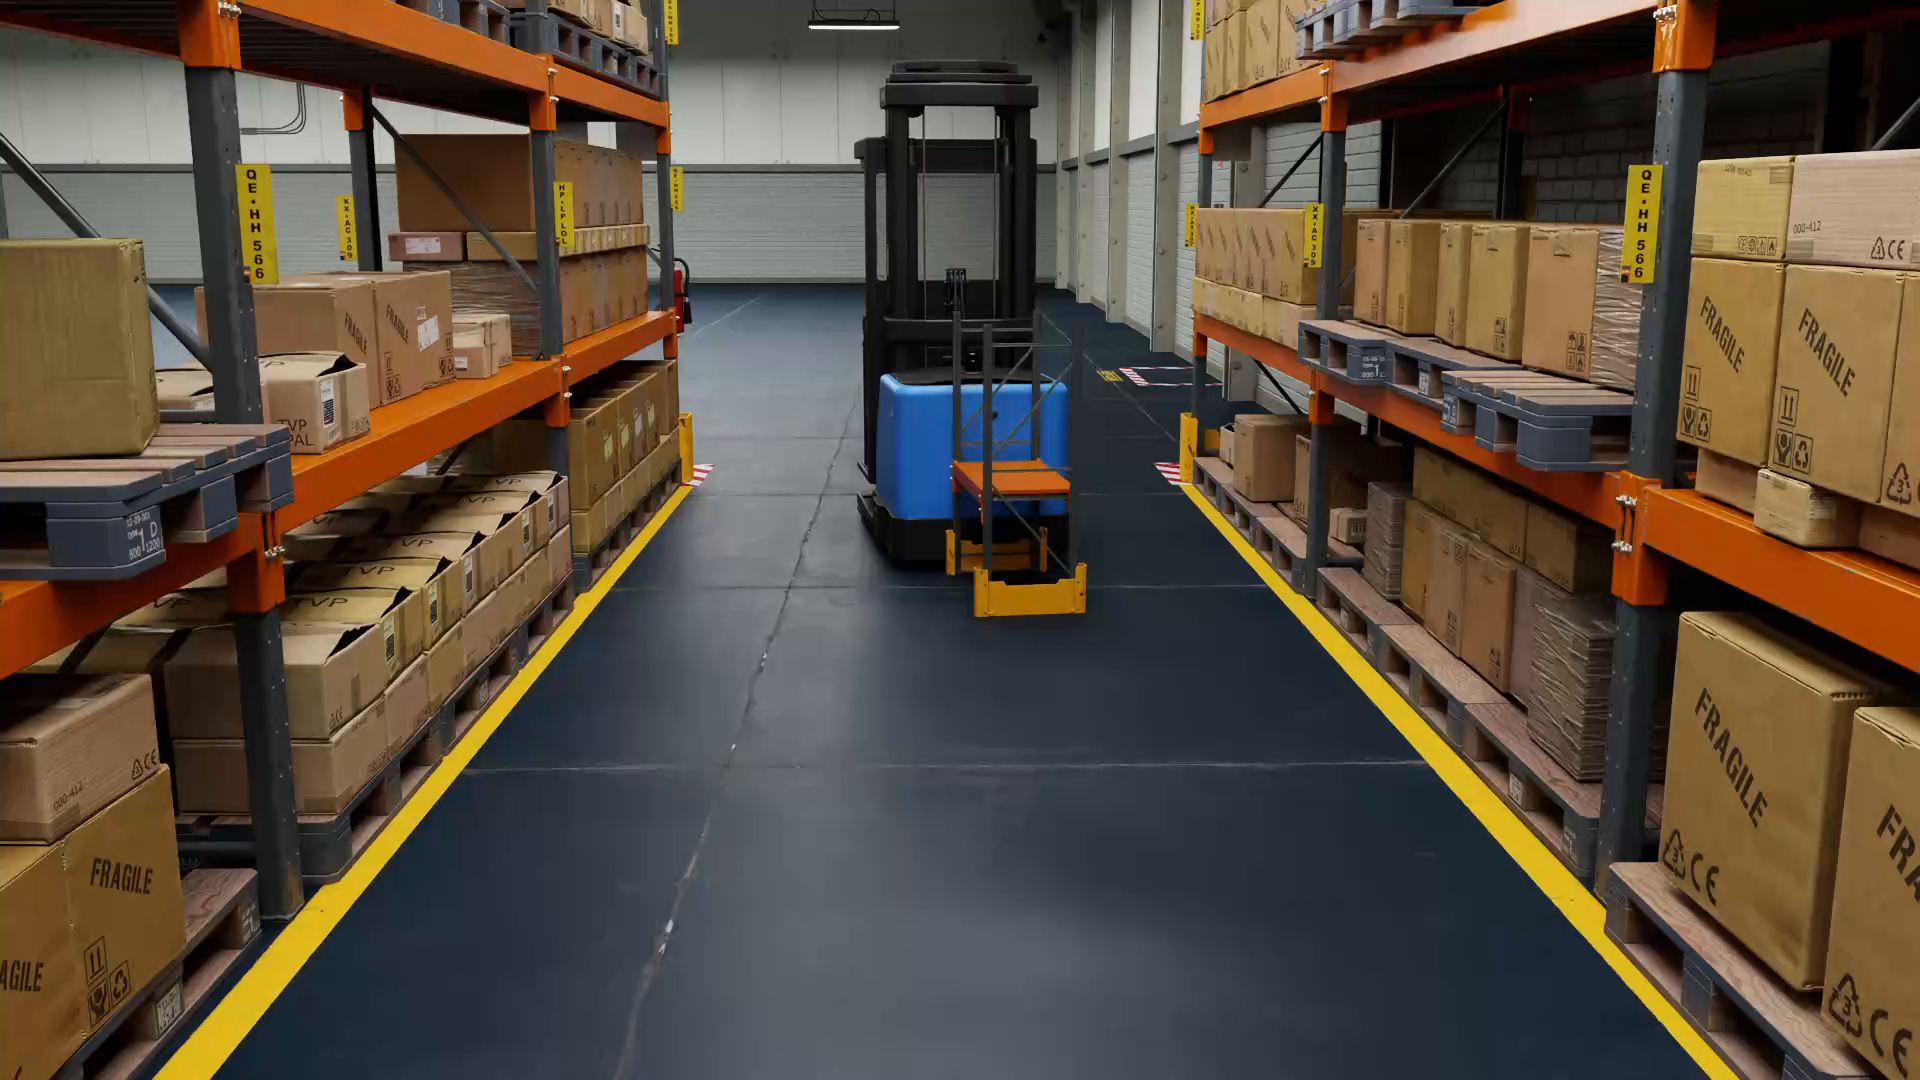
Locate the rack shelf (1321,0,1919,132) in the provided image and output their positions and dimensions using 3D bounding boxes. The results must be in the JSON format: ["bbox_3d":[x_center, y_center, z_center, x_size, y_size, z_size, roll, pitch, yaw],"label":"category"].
[{"bbox_3d":[2.418,-1.877,6.532,1.077,0.370,4.000,0,11,-1],"label":"rack shelf"}]

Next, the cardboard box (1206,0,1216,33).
[{"bbox_3d":[2.059,-3.893,11.845,0.500,0.500,0.500,-1,12,-5],"label":"cardboard box"}]

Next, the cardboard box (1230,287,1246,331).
[{"bbox_3d":[2.025,-1.485,10.663,0.500,0.250,0.500,0,11,-1],"label":"cardboard box"}]

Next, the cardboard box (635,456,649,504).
[{"bbox_3d":[-2.309,-0.386,10.776,0.500,0.250,0.500,0,11,-1],"label":"cardboard box"}]

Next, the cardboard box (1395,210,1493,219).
[{"bbox_3d":[2.576,-1.555,9.121,0.500,0.500,0.500,-1,11,-2],"label":"cardboard box"}]

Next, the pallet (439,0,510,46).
[{"bbox_3d":[-2.544,-2.337,7.471,0.805,0.209,1.217,-1,11,-3],"label":"pallet"}]

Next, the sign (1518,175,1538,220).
[{"bbox_3d":[2.932,-1.727,8.618,0.100,0.325,0.005,0,11,-1],"label":"sign"}]

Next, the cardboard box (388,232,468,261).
[{"bbox_3d":[-2.795,-1.556,8.802,0.380,0.149,0.250,0,11,-1],"label":"cardboard box"}]

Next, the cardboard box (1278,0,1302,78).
[{"bbox_3d":[2.122,-2.886,9.393,0.500,0.500,0.500,-1,12,-6],"label":"cardboard box"}]

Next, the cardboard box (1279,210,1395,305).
[{"bbox_3d":[2.058,-1.554,9.113,0.500,0.500,0.500,0,11,-1],"label":"cardboard box"}]

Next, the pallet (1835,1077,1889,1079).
[{"bbox_3d":[2.423,1.404,3.110,1.003,0.211,1.213,0,11,-1],"label":"pallet"}]

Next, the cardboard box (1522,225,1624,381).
[{"bbox_3d":[2.401,-0.831,5.752,0.700,0.500,0.500,-1,12,-7],"label":"cardboard box"}]

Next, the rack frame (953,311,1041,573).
[{"bbox_3d":[0.208,-0.553,9.512,0.500,1.500,0.032,-2,12,-9],"label":"rack frame"}]

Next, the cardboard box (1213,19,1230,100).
[{"bbox_3d":[2.027,-3.307,11.468,0.500,0.500,0.500,1,11,3],"label":"cardboard box"}]

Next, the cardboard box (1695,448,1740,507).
[{"bbox_3d":[2.235,-0.182,4.495,0.380,0.149,0.250,0,11,-2],"label":"cardboard box"}]

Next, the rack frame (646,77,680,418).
[{"bbox_3d":[-2.658,-1.931,12.533,1.000,3.000,0.127,0,11,-1],"label":"rack frame"}]

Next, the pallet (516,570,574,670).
[{"bbox_3d":[-2.521,0.377,8.170,1.003,0.211,1.213,0,11,-1],"label":"pallet"}]

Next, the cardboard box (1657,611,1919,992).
[{"bbox_3d":[2.344,0.633,4.248,0.750,0.750,0.750,0,11,-2],"label":"cardboard box"}]

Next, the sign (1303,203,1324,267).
[{"bbox_3d":[1.835,-1.578,8.613,0.100,0.325,0.005,0,11,-1],"label":"sign"}]

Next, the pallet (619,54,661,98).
[{"bbox_3d":[-2.670,-3.217,11.551,1.003,0.211,1.213,0,11,-1],"label":"pallet"}]

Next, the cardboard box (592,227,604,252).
[{"bbox_3d":[-2.423,-1.865,10.325,0.380,0.149,0.250,0,11,-2],"label":"cardboard box"}]

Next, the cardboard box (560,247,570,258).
[{"bbox_3d":[-2.400,-1.658,9.306,0.380,0.149,0.250,-1,11,-3],"label":"cardboard box"}]

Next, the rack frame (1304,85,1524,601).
[{"bbox_3d":[2.377,-1.157,8.718,1.000,3.000,0.127,0,11,-1],"label":"rack frame"}]

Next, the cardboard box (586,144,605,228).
[{"bbox_3d":[-2.622,-2.208,10.385,0.700,0.500,0.500,0,11,-1],"label":"cardboard box"}]

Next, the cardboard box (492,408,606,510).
[{"bbox_3d":[-2.272,-0.455,9.232,0.500,0.500,0.500,0,11,-1],"label":"cardboard box"}]

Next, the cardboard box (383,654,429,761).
[{"bbox_3d":[-2.221,0.596,5.938,0.500,0.250,0.500,-1,11,-3],"label":"cardboard box"}]

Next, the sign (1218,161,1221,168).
[{"bbox_3d":[3.136,-4.639,20.050,0.001,0.298,0.199,0,11,-1],"label":"sign"}]

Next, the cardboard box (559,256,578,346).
[{"bbox_3d":[-2.609,-1.378,9.555,0.700,0.500,0.500,0,11,-2],"label":"cardboard box"}]

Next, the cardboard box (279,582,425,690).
[{"bbox_3d":[-2.229,0.316,5.904,0.500,0.311,0.500,-1,11,-3],"label":"cardboard box"}]

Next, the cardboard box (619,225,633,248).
[{"bbox_3d":[-2.445,-2.070,11.335,0.380,0.149,0.250,0,11,0],"label":"cardboard box"}]

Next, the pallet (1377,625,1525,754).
[{"bbox_3d":[2.423,0.607,7.034,1.003,0.211,1.213,0,11,-1],"label":"pallet"}]

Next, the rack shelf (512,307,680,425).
[{"bbox_3d":[-2.617,-1.181,10.645,1.077,0.370,4.000,0,11,-1],"label":"rack shelf"}]

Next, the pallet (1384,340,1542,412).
[{"bbox_3d":[2.378,-0.661,6.757,1.003,0.211,1.213,0,11,-1],"label":"pallet"}]

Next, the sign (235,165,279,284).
[{"bbox_3d":[-1.951,-0.874,4.608,0.100,0.325,0.005,0,11,-1],"label":"sign"}]

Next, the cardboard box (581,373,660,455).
[{"bbox_3d":[-2.314,-0.853,11.192,0.500,0.500,0.500,0,11,-1],"label":"cardboard box"}]

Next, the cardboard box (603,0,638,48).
[{"bbox_3d":[-2.359,-3.294,10.521,0.500,0.311,0.500,1,12,6],"label":"cardboard box"}]

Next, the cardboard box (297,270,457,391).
[{"bbox_3d":[-2.565,-0.928,7.335,0.500,0.500,0.500,1,11,3],"label":"cardboard box"}]

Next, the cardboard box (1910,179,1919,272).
[{"bbox_3d":[2.237,-0.637,3.216,0.500,0.250,0.500,0,11,-1],"label":"cardboard box"}]

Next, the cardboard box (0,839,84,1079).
[{"bbox_3d":[-2.229,0.956,3.481,0.500,0.500,0.500,-1,11,-3],"label":"cardboard box"}]

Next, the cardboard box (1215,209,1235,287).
[{"bbox_3d":[2.008,-1.959,11.111,0.500,0.500,0.500,-1,11,-3],"label":"cardboard box"}]

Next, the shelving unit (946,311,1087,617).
[{"bbox_3d":[0.288,-0.451,9.011,0.587,1.500,1.083,-2,12,-9],"label":"shelving unit"}]

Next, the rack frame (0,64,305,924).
[{"bbox_3d":[-2.493,-0.341,4.695,1.000,3.000,0.127,0,11,-1],"label":"rack frame"}]

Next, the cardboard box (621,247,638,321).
[{"bbox_3d":[-2.646,-1.783,11.551,0.700,0.500,0.500,0,11,0],"label":"cardboard box"}]

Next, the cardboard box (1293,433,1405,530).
[{"bbox_3d":[2.315,-0.354,9.939,0.500,0.500,0.500,-1,12,-5],"label":"cardboard box"}]

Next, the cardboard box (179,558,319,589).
[{"bbox_3d":[-2.775,0.219,6.383,0.500,0.311,0.500,0,11,-2],"label":"cardboard box"}]

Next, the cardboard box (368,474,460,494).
[{"bbox_3d":[-2.816,-0.186,8.380,0.500,0.311,0.500,0,11,-1],"label":"cardboard box"}]

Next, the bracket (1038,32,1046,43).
[{"bbox_3d":[2.141,-13.036,43.131,0.235,0.232,0.430,0,11,-1],"label":"bracket"}]

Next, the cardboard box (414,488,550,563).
[{"bbox_3d":[-2.264,-0.086,7.889,0.500,0.311,0.500,0,11,0],"label":"cardboard box"}]

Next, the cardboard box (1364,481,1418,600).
[{"bbox_3d":[2.409,-0.001,8.202,0.700,0.500,0.500,0,11,1],"label":"cardboard box"}]

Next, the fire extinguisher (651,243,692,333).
[{"bbox_3d":[-2.196,-1.919,12.666,0.296,0.674,0.183,0,11,-1],"label":"fire extinguisher"}]

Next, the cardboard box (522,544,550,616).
[{"bbox_3d":[-2.269,0.188,7.950,0.500,0.250,0.500,0,11,-2],"label":"cardboard box"}]

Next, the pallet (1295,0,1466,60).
[{"bbox_3d":[2.283,-2.412,7.831,1.213,0.211,1.003,0,11,-1],"label":"pallet"}]

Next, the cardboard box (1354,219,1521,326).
[{"bbox_3d":[2.353,-1.320,8.165,0.700,0.500,0.500,0,11,-1],"label":"cardboard box"}]

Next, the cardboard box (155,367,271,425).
[{"bbox_3d":[-2.457,-0.370,5.061,0.500,0.311,0.500,0,11,2],"label":"cardboard box"}]

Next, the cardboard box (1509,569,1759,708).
[{"bbox_3d":[2.498,0.402,6.215,0.700,0.500,0.500,0,11,-1],"label":"cardboard box"}]

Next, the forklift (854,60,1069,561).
[{"bbox_3d":[-0.099,-1.560,10.877,1.130,2.935,3.031,-2,12,-9],"label":"forklift"}]

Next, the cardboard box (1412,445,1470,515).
[{"bbox_3d":[2.421,-0.281,7.696,0.500,0.250,0.500,0,11,-2],"label":"cardboard box"}]

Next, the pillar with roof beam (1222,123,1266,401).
[{"bbox_3d":[-1.255,-5.932,17.164,9.100,9.000,0.400,0,11,-1],"label":"pillar with roof beam"}]

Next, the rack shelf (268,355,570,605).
[{"bbox_3d":[-2.534,-0.386,6.726,1.077,0.370,4.000,0,11,-1],"label":"rack shelf"}]
